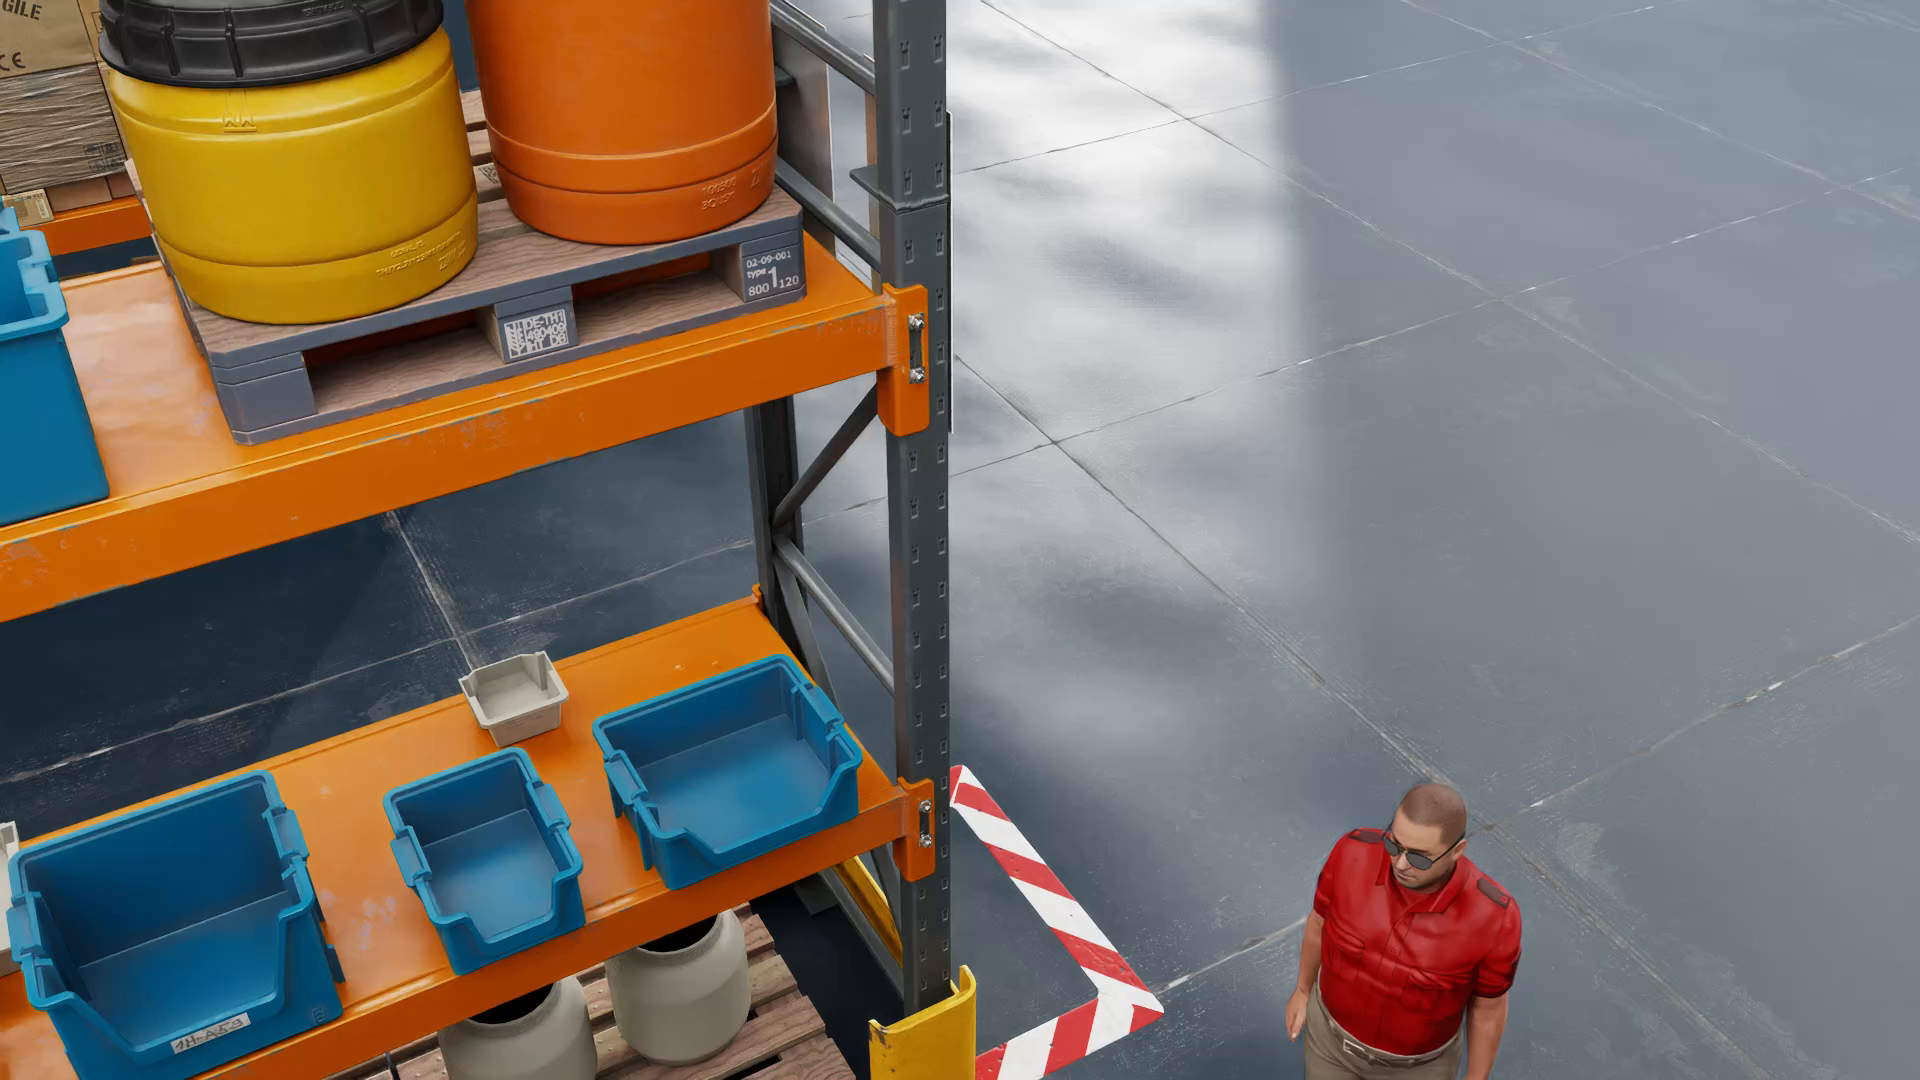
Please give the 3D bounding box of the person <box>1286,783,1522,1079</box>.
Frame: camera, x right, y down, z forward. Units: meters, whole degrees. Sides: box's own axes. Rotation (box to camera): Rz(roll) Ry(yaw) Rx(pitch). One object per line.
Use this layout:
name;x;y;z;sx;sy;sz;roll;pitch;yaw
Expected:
person;1.118;1.314;4.388;0.554;1.738;0.543;23;42;27
